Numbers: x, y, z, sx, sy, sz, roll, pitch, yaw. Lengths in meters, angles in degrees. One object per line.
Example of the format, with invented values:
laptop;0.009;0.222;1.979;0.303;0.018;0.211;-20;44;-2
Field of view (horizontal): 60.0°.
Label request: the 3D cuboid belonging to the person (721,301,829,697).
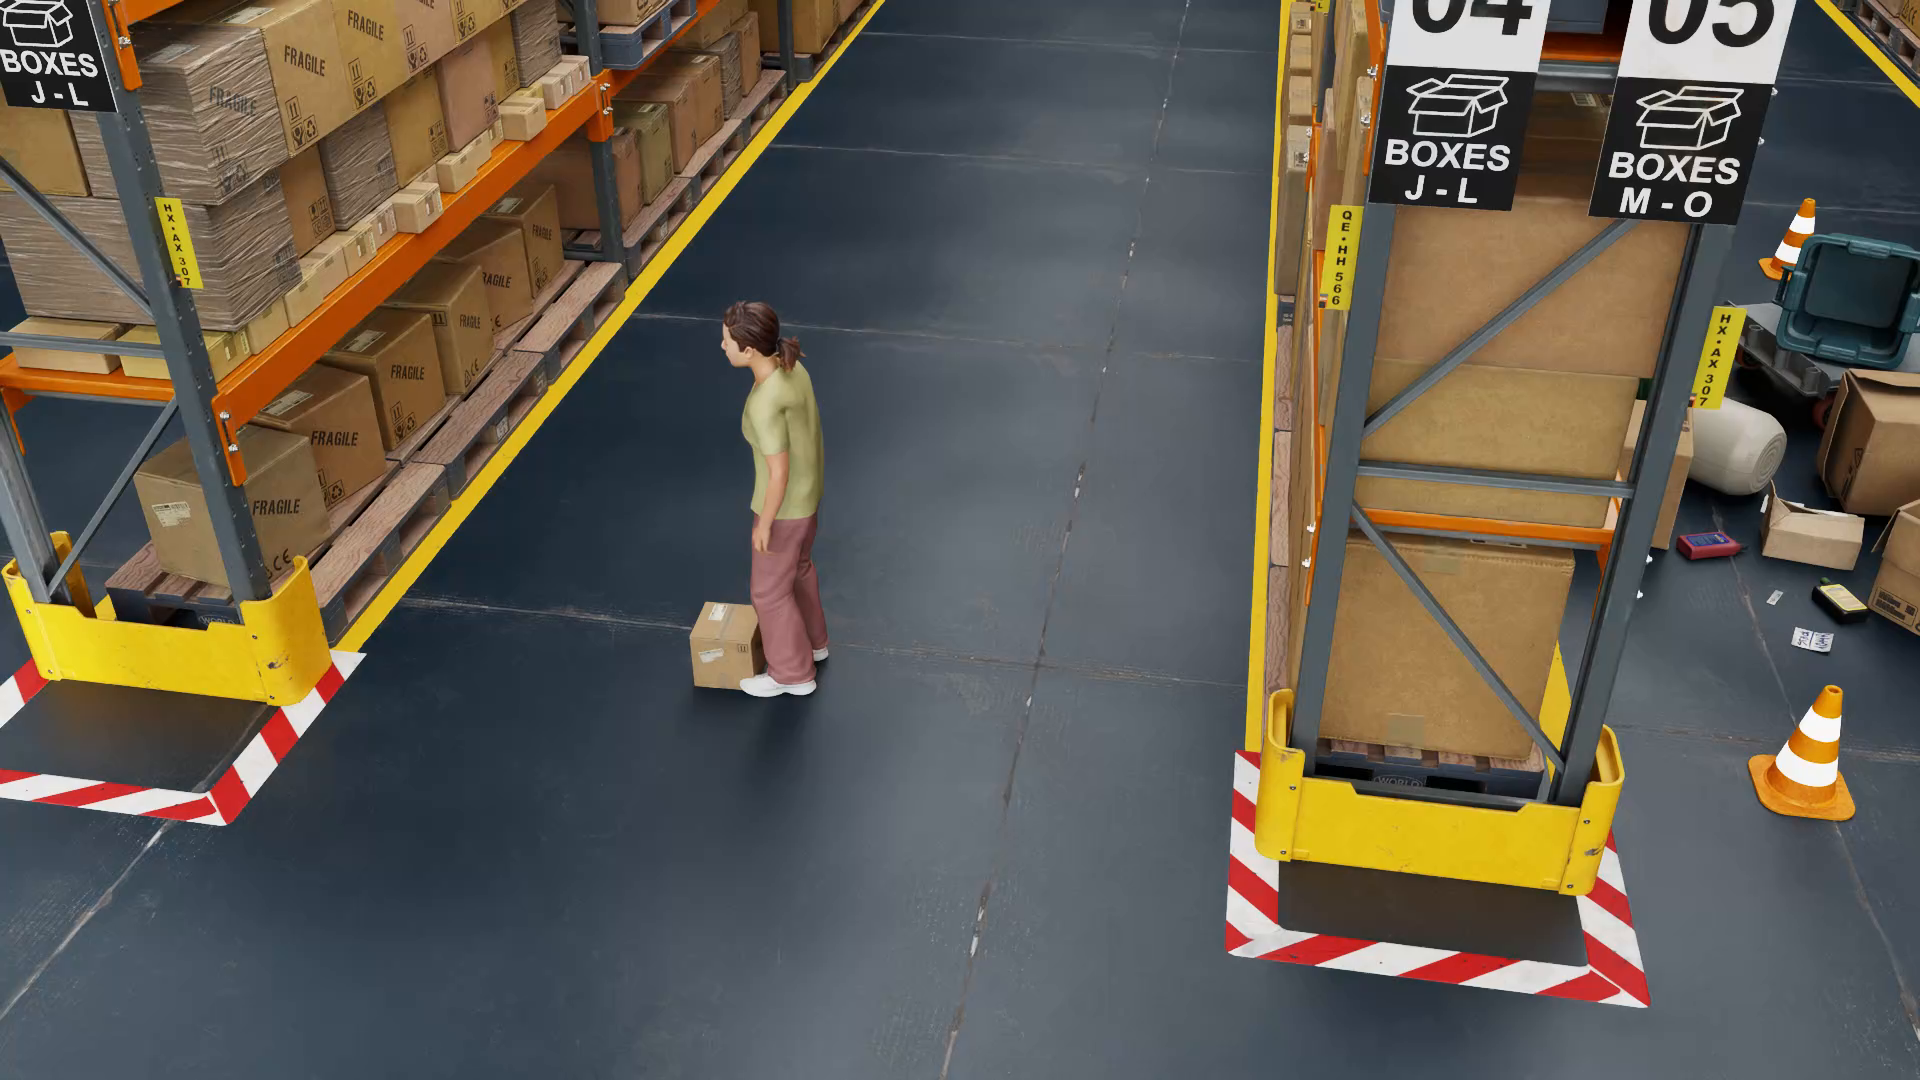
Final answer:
person;-0.698;-0.148;6.371;0.359;1.673;0.516;4;33;6
